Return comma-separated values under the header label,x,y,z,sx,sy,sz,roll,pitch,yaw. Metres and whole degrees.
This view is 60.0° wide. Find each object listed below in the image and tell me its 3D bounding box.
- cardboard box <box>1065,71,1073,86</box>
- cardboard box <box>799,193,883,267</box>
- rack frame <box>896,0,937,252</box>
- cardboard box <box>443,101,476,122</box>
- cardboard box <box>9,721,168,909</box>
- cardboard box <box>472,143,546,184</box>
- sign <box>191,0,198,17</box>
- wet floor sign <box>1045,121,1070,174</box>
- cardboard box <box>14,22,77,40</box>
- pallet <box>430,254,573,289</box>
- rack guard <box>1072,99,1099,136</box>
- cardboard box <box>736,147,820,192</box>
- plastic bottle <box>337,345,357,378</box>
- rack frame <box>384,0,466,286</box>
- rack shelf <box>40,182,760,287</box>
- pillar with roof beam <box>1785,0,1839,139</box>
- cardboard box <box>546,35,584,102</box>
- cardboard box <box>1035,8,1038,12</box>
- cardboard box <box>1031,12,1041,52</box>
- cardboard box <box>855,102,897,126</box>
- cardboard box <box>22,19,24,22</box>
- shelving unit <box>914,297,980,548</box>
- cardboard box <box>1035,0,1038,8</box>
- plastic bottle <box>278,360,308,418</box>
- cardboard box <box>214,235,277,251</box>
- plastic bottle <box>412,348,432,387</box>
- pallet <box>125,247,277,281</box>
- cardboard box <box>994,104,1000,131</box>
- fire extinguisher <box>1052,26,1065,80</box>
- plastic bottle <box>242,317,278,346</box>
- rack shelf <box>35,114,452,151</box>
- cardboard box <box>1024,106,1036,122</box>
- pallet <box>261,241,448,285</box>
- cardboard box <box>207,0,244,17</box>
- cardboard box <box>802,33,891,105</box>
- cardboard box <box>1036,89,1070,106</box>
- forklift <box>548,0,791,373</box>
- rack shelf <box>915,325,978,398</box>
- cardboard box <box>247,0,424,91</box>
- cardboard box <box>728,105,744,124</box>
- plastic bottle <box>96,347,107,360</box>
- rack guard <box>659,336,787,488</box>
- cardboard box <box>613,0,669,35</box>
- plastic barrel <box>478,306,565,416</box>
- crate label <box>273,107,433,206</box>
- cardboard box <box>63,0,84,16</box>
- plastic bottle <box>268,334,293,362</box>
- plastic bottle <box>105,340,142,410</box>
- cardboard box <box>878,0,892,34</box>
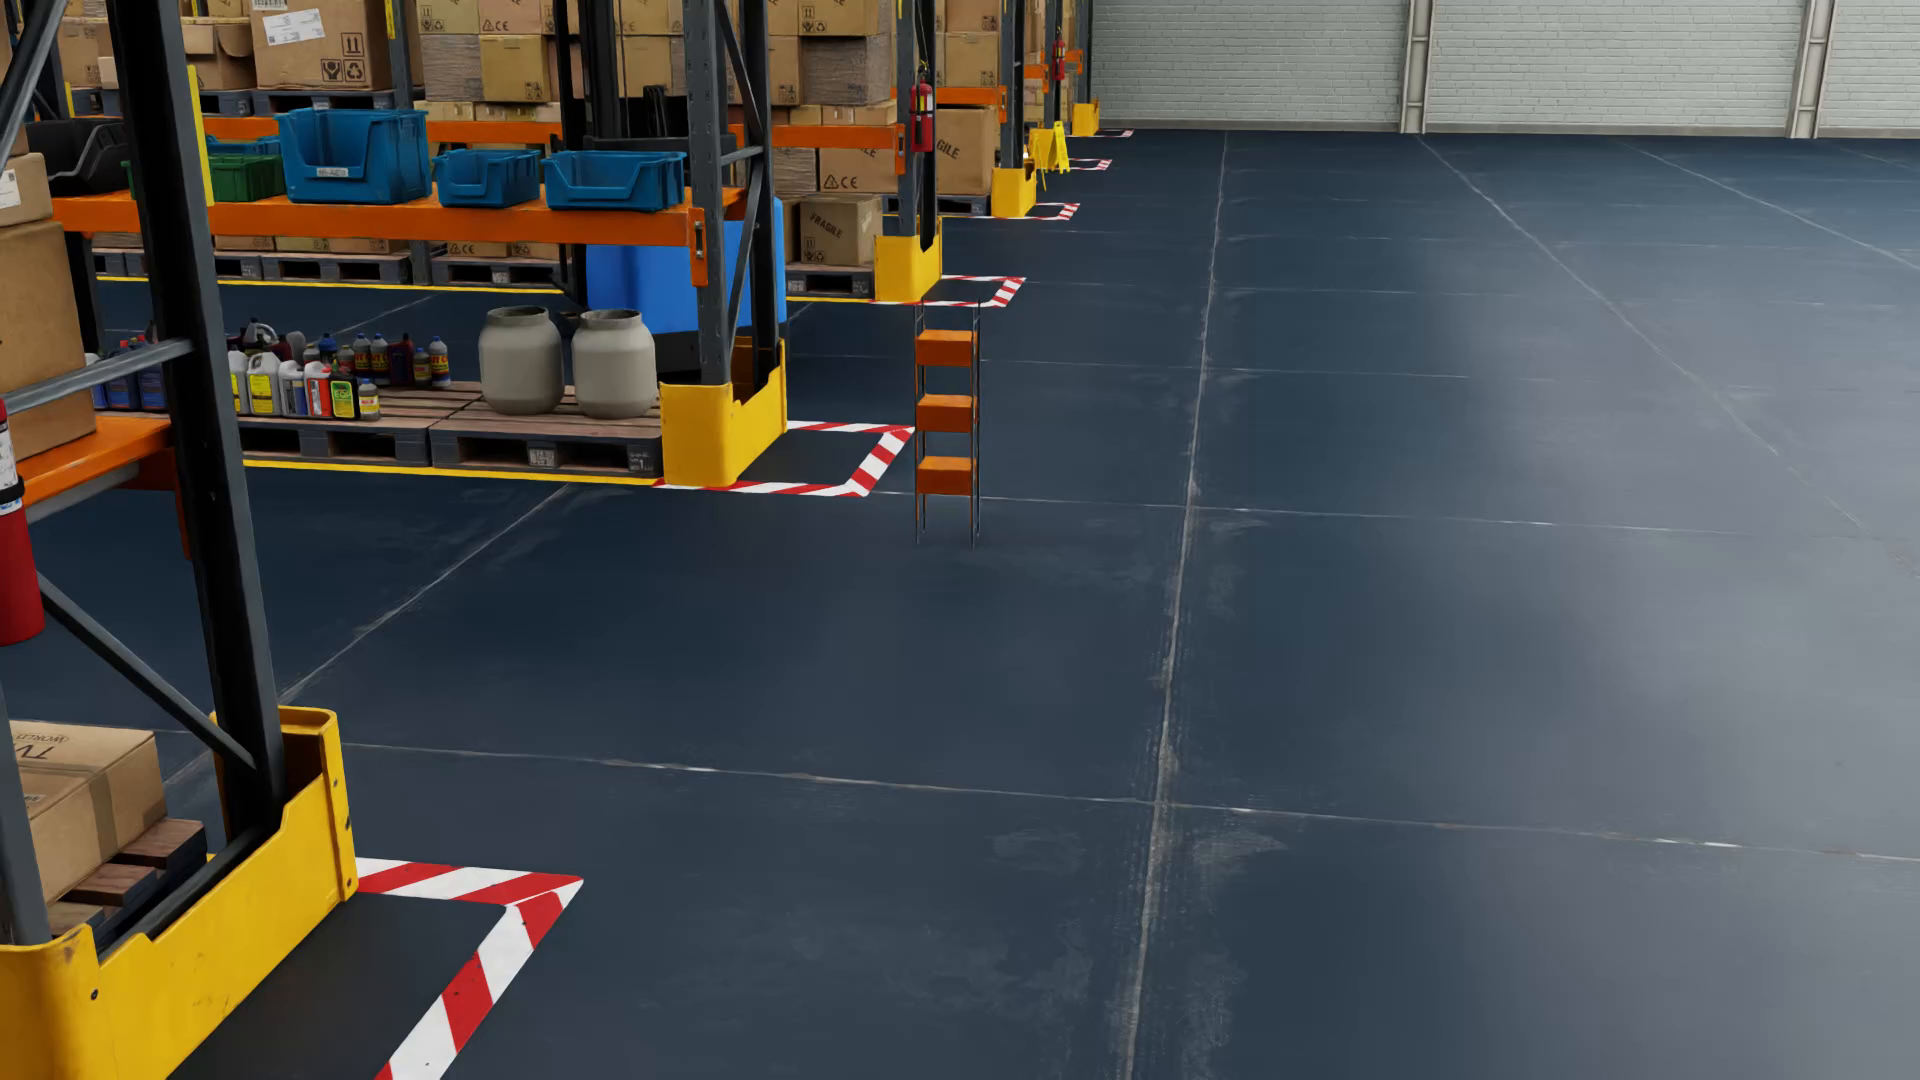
label,x,y,z,sx,sy,sz,roll,pitch,yaw
cardboard box,1.582,-7.541,27.210,0.500,0.250,0.500,3,19,8
cardboard box,-0.943,-2.479,13.262,0.500,0.500,0.500,7,20,19
rack frame,-0.329,-3.428,12.822,0.127,3.000,1.000,3,19,9
cardboard box,-3.869,-3.389,13.100,0.250,0.149,0.380,3,19,9
cardboard box,-2.398,0.683,4.206,0.500,0.250,0.500,3,19,9
cardboard box,-4.971,-4.364,18.501,0.750,0.750,1.050,3,19,9
sign,-10.691,-7.411,23.236,0.005,0.325,0.100,3,19,9
wet floor sign,1.261,-5.072,21.444,0.232,0.644,0.267,10,21,27
cardboard box,-7.688,-4.063,13.899,0.500,0.500,0.500,1,19,2
pallet,-3.609,-2.285,13.799,1.213,0.211,1.003,3,19,9
rack guard,2.050,-6.902,27.142,0.348,0.500,1.175,3,19,9
cardboard box,-1.891,-4.272,18.031,0.875,0.875,0.875,3,19,9
plastic bottle,-3.390,-0.975,9.205,0.097,0.201,0.097,0,18,0
rack frame,-4.278,-3.630,13.424,0.127,3.000,1.000,3,19,9
rack shelf,-3.089,-1.636,8.600,4.000,0.370,1.077,3,19,9
pillar with roof beam,12.647,-9.298,20.910,0.400,9.000,9.100,3,19,9
cardboard box,-2.846,-3.746,13.146,0.500,0.500,0.875,3,19,9
cardboard box,1.136,-8.409,26.527,0.250,0.149,0.380,3,19,10
cardboard box,0.819,-6.832,22.369,0.500,0.500,0.500,3,19,8
cardboard box,-0.643,-3.259,12.712,0.250,0.149,0.380,3,19,9
cardboard box,-10.199,-5.740,18.528,0.250,0.149,0.380,3,19,8
shelving unit,-0.053,-0.501,7.145,0.252,1.050,0.215,3,19,9
cardboard box,1.129,-8.544,26.462,0.250,0.149,0.380,3,19,10
plastic bottle,-3.379,-0.777,8.497,0.135,0.276,0.152,2,19,7
cardboard box,-5.901,-2.749,14.036,0.500,0.500,0.700,1,19,4
plastic bottle,-2.957,-0.952,9.139,0.097,0.201,0.097,0,18,0
pallet,-6.255,-2.407,14.164,1.213,0.211,1.003,3,19,9
cardboard box,0.411,-5.743,22.228,0.500,0.500,0.500,3,19,9
fire extinguisher,1.283,-6.346,21.665,0.183,0.674,0.296,3,19,9
plastic bottle,-3.874,-1.062,9.233,0.185,0.351,0.144,3,19,8
rack shelf,-6.253,-3.389,13.839,4.000,0.370,1.077,3,19,9
cardboard box,1.023,-6.936,26.978,0.500,0.250,0.500,3,19,9
pallet,-5.047,-2.346,13.982,1.213,0.211,1.003,3,19,9
cardboard box,-10.216,-7.546,23.396,0.500,0.500,0.500,3,19,9
cardboard box,-0.867,-3.653,12.868,0.500,0.500,0.875,3,19,9
cardboard box,1.497,-7.147,26.820,0.500,0.250,0.500,3,19,8
forklift,-2.166,-2.817,11.102,1.130,2.935,3.031,-9,20,-24
rack shelf,-0.053,-0.760,7.058,0.240,0.259,0.215,3,19,9
cardboard box,-5.040,-4.197,13.513,1.000,1.000,1.000,3,19,9
cardboard box,-1.629,-3.311,12.868,0.250,0.149,0.380,3,19,9
plastic bottle,-4.479,-0.871,8.766,0.133,0.283,0.061,3,19,9
rack guard,-1.197,-0.680,8.549,0.348,0.500,1.175,3,19,9
cardboard box,-2.391,-4.118,12.682,0.500,0.500,0.500,3,19,9
plastic barrel,-2.271,-0.931,8.616,0.421,0.512,0.421,0,18,0
crate label,-2.975,-1.901,8.203,0.616,0.435,0.502,3,19,9
cardboard box,-12.612,-7.674,23.779,0.500,0.500,0.500,3,19,9
plastic bottle,-3.730,-0.988,9.115,0.133,0.283,0.061,3,19,9
plastic bottle,-4.333,-0.860,8.627,0.185,0.351,0.144,3,19,10
cardboard box,-0.829,-4.204,12.939,0.500,0.500,0.500,3,19,9
